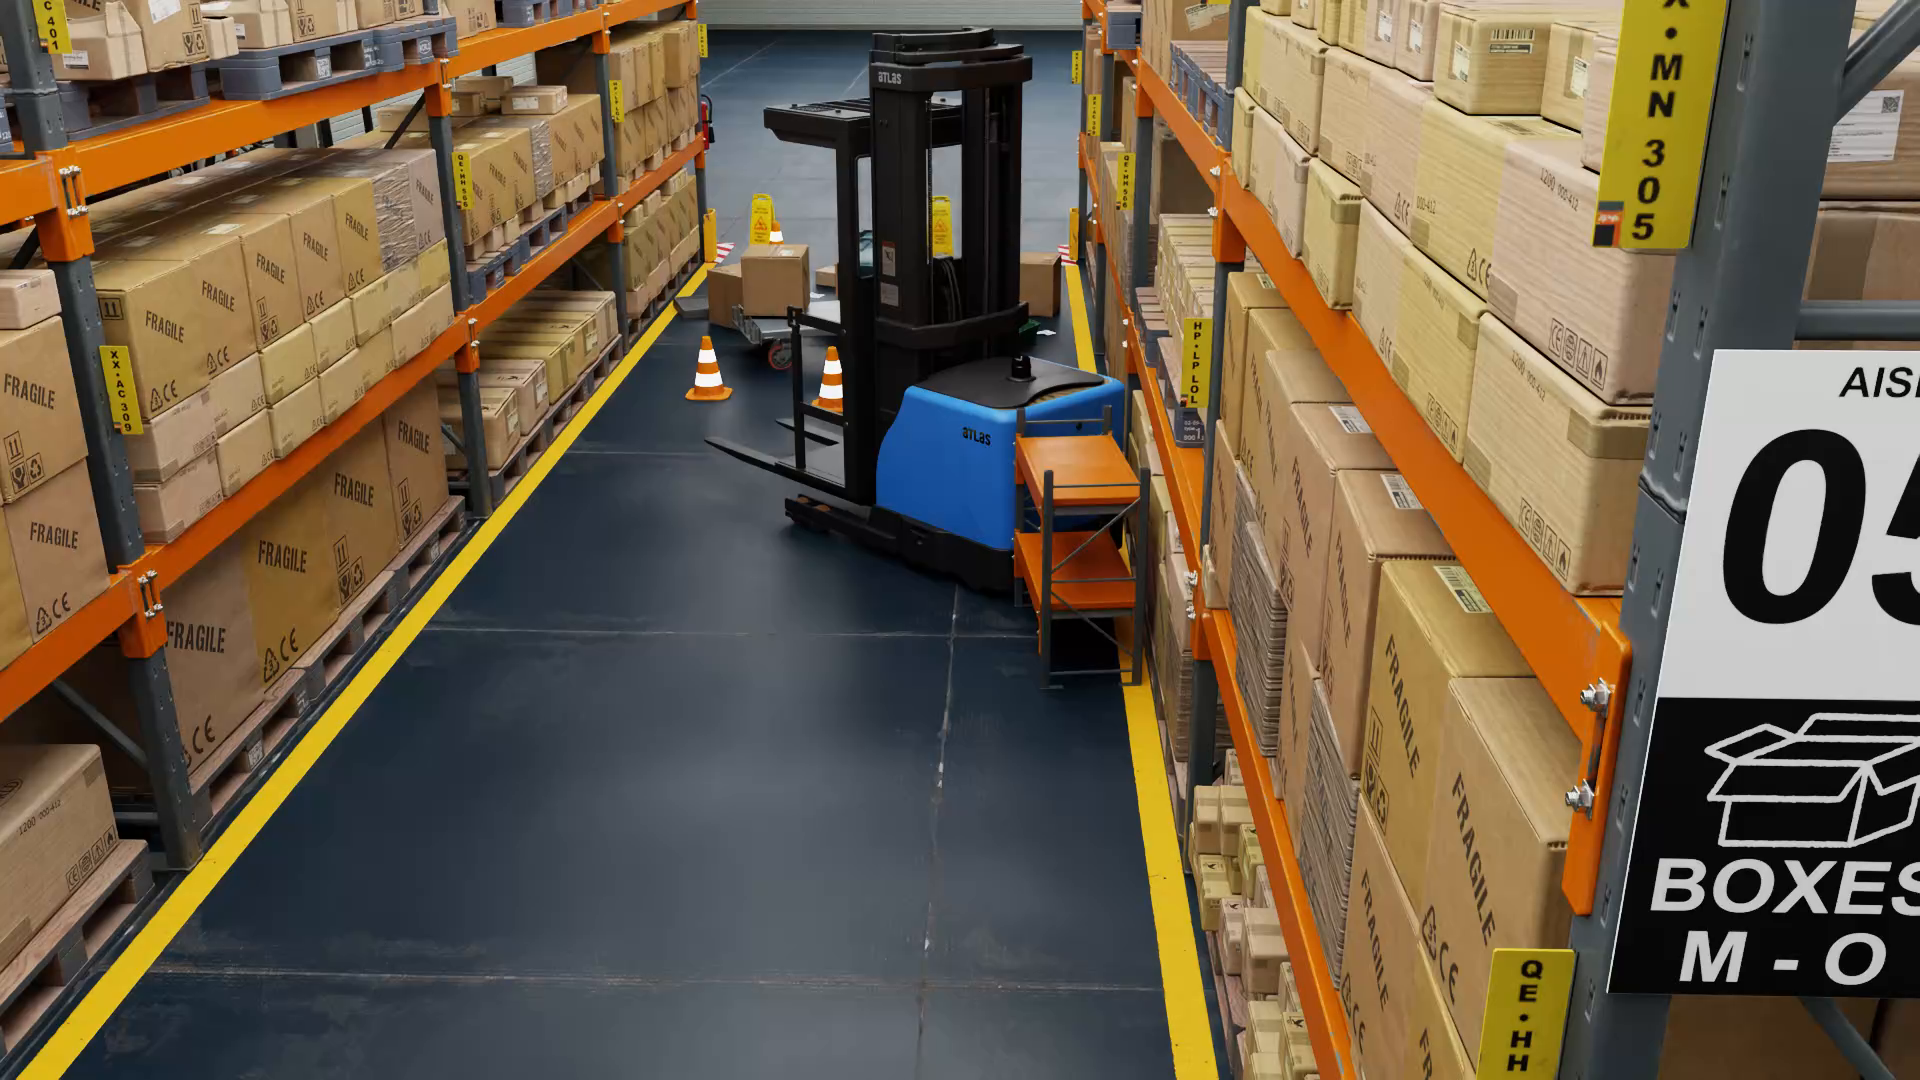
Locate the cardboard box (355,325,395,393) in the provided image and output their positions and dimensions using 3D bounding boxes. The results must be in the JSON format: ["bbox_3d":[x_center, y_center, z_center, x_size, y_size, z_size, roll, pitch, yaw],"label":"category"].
[{"bbox_3d":[-3.223,-0.924,8.471,0.500,0.250,0.500,0,21,1],"label":"cardboard box"}]

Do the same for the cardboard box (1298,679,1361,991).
[{"bbox_3d":[1.054,0.644,3.674,0.500,0.500,0.500,1,21,2],"label":"cardboard box"}]

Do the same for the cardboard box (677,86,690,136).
[{"bbox_3d":[-2.954,-4.244,16.271,0.500,0.500,0.500,1,21,2],"label":"cardboard box"}]

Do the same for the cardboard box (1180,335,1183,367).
[{"bbox_3d":[1.252,-0.874,7.902,0.380,0.149,0.250,0,21,0],"label":"cardboard box"}]

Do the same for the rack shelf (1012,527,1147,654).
[{"bbox_3d":[0.594,0.240,8.530,0.538,0.278,1.000,-2,21,-5],"label":"rack shelf"}]

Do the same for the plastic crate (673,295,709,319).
[{"bbox_3d":[-2.447,-2.190,15.563,0.402,0.080,0.583,-7,22,-17],"label":"plastic crate"}]

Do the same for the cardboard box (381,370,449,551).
[{"bbox_3d":[-3.540,-0.503,9.535,0.875,0.875,0.875,0,21,1],"label":"cardboard box"}]

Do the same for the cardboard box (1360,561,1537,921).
[{"bbox_3d":[1.052,0.361,3.020,0.500,0.500,0.500,0,21,0],"label":"cardboard box"}]

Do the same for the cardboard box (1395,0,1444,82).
[{"bbox_3d":[1.058,-0.970,3.200,0.380,0.149,0.250,1,21,3],"label":"cardboard box"}]

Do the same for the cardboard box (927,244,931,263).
[{"bbox_3d":[-0.716,-2.612,16.066,0.797,0.503,0.637,-16,26,-35],"label":"cardboard box"}]

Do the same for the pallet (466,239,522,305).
[{"bbox_3d":[-3.521,-1.716,10.570,1.213,0.211,1.003,1,21,2],"label":"pallet"}]

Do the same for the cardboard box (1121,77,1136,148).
[{"bbox_3d":[1.627,-3.308,12.887,0.700,0.500,0.500,0,21,1],"label":"cardboard box"}]

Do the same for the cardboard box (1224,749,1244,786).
[{"bbox_3d":[1.175,0.896,6.111,0.380,0.149,0.250,1,21,4],"label":"cardboard box"}]

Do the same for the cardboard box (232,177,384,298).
[{"bbox_3d":[-3.220,-1.504,8.239,0.500,0.500,0.500,1,21,2],"label":"cardboard box"}]

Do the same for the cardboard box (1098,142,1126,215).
[{"bbox_3d":[1.351,-2.834,13.049,0.500,0.500,0.500,1,21,2],"label":"cardboard box"}]

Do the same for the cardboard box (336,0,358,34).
[{"bbox_3d":[-3.128,-2.576,7.980,0.396,0.266,0.258,0,21,0],"label":"cardboard box"}]

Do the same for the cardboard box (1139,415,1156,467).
[{"bbox_3d":[1.236,-0.479,8.954,0.500,0.250,0.500,0,21,1],"label":"cardboard box"}]

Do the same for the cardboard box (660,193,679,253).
[{"bbox_3d":[-2.992,-3.039,15.898,0.500,0.500,0.500,0,21,0],"label":"cardboard box"}]

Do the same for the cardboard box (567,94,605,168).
[{"bbox_3d":[-3.099,-3.204,13.010,0.500,0.500,0.500,0,21,1],"label":"cardboard box"}]

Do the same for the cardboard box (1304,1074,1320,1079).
[{"bbox_3d":[1.123,1.556,4.411,0.380,0.149,0.250,0,21,0],"label":"cardboard box"}]

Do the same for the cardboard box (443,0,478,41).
[{"bbox_3d":[-3.397,-3.334,10.190,0.700,0.500,0.500,1,21,2],"label":"cardboard box"}]

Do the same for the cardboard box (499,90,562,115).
[{"bbox_3d":[-3.096,-3.158,11.995,0.380,0.149,0.250,0,21,-1],"label":"cardboard box"}]

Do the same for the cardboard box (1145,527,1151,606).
[{"bbox_3d":[1.215,0.061,8.599,0.500,0.500,0.500,0,21,0],"label":"cardboard box"}]

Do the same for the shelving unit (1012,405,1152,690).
[{"bbox_3d":[0.594,0.012,8.442,0.538,1.125,1.048,-2,21,-5],"label":"shelving unit"}]

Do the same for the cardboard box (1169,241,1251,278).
[{"bbox_3d":[1.281,-1.438,8.533,0.380,0.149,0.250,0,21,-1],"label":"cardboard box"}]

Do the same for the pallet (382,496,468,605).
[{"bbox_3d":[-3.536,0.038,9.640,1.003,0.211,1.213,1,21,2],"label":"pallet"}]

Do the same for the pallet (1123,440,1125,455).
[{"bbox_3d":[1.614,-0.513,11.059,1.003,0.211,1.213,1,21,2],"label":"pallet"}]

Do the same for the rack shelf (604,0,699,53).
[{"bbox_3d":[-3.254,-4.779,15.047,1.077,0.370,4.000,1,21,2],"label":"rack shelf"}]

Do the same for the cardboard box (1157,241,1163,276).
[{"bbox_3d":[1.299,-1.573,9.293,0.380,0.149,0.250,2,21,4],"label":"cardboard box"}]

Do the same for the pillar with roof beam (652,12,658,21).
[{"bbox_3d":[-3.861,-17.847,43.585,9.100,9.000,0.400,1,21,2],"label":"pillar with roof beam"}]

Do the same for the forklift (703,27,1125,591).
[{"bbox_3d":[-0.434,-1.529,9.918,1.130,2.935,3.031,-19,28,-40],"label":"forklift"}]

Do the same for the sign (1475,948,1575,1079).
[{"bbox_3d":[0.717,0.663,2.135,0.100,0.325,0.005,1,21,2],"label":"sign"}]

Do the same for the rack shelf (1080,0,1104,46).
[{"bbox_3d":[1.697,-4.761,15.000,1.077,0.370,4.000,1,21,2],"label":"rack shelf"}]

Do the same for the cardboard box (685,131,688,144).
[{"bbox_3d":[-2.917,-3.999,16.536,0.380,0.149,0.250,0,21,1],"label":"cardboard box"}]

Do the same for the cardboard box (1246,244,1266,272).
[{"bbox_3d":[1.798,-1.735,10.214,0.500,0.500,0.500,1,21,2],"label":"cardboard box"}]

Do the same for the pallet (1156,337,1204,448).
[{"bbox_3d":[1.495,-0.723,8.011,1.003,0.211,1.213,1,21,2],"label":"pallet"}]

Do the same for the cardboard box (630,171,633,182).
[{"bbox_3d":[-3.051,-3.174,14.411,0.380,0.149,0.250,1,21,1],"label":"cardboard box"}]

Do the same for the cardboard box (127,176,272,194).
[{"bbox_3d":[-3.732,-1.517,8.272,0.500,0.500,0.500,1,21,3],"label":"cardboard box"}]

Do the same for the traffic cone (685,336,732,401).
[{"bbox_3d":[-1.953,-1.346,12.859,0.336,0.463,0.334,1,21,2],"label":"traffic cone"}]

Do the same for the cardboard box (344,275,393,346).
[{"bbox_3d":[-3.204,-1.161,8.391,0.500,0.250,0.500,0,21,0],"label":"cardboard box"}]

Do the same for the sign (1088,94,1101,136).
[{"bbox_3d":[1.081,-3.421,13.392,0.100,0.325,0.005,1,21,2],"label":"sign"}]

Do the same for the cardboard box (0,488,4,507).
[{"bbox_3d":[-3.320,-0.256,5.021,0.500,0.500,0.500,0,21,1],"label":"cardboard box"}]

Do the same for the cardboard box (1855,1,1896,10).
[{"bbox_3d":[1.526,-0.870,2.942,0.380,0.149,0.250,1,21,3],"label":"cardboard box"}]

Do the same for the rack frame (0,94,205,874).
[{"bbox_3d":[-3.558,-0.100,6.140,1.000,3.000,0.127,1,21,2],"label":"rack frame"}]

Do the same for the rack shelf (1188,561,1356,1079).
[{"bbox_3d":[1.332,0.976,4.361,1.077,0.370,4.000,1,21,2],"label":"rack shelf"}]

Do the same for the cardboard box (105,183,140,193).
[{"bbox_3d":[-8.396,-3.339,16.327,0.500,0.250,0.500,0,21,1],"label":"cardboard box"}]

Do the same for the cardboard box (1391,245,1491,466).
[{"bbox_3d":[1.029,-0.316,2.758,0.500,0.250,0.500,1,21,2],"label":"cardboard box"}]

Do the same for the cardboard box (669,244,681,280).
[{"bbox_3d":[-2.983,-2.681,16.013,0.500,0.250,0.500,0,21,0],"label":"cardboard box"}]

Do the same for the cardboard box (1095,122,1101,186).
[{"bbox_3d":[1.630,-3.377,14.379,0.875,0.550,0.550,1,21,2],"label":"cardboard box"}]

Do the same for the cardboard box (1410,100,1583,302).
[{"bbox_3d":[1.045,-0.552,2.674,0.500,0.250,0.500,0,21,0],"label":"cardboard box"}]

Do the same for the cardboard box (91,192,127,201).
[{"bbox_3d":[-7.895,-3.152,15.844,0.500,0.250,0.500,0,21,1],"label":"cardboard box"}]

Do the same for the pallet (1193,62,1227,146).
[{"bbox_3d":[1.518,-1.615,6.158,1.213,0.211,1.003,1,21,2],"label":"pallet"}]

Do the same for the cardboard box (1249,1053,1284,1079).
[{"bbox_3d":[1.026,1.597,4.716,0.380,0.149,0.250,1,21,2],"label":"cardboard box"}]

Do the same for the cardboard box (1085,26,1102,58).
[{"bbox_3d":[1.708,-4.861,16.709,0.875,0.550,0.550,1,21,2],"label":"cardboard box"}]

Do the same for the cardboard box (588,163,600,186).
[{"bbox_3d":[-3.054,-2.882,13.078,0.380,0.149,0.250,1,21,2],"label":"cardboard box"}]

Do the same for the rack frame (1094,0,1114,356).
[{"bbox_3d":[1.636,-2.975,13.549,1.000,3.000,0.127,1,21,2],"label":"rack frame"}]

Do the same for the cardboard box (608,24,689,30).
[{"bbox_3d":[-3.013,-4.720,16.116,0.700,0.500,0.500,1,21,2],"label":"cardboard box"}]

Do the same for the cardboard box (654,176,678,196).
[{"bbox_3d":[-2.921,-3.393,15.914,0.380,0.149,0.250,2,21,4],"label":"cardboard box"}]
